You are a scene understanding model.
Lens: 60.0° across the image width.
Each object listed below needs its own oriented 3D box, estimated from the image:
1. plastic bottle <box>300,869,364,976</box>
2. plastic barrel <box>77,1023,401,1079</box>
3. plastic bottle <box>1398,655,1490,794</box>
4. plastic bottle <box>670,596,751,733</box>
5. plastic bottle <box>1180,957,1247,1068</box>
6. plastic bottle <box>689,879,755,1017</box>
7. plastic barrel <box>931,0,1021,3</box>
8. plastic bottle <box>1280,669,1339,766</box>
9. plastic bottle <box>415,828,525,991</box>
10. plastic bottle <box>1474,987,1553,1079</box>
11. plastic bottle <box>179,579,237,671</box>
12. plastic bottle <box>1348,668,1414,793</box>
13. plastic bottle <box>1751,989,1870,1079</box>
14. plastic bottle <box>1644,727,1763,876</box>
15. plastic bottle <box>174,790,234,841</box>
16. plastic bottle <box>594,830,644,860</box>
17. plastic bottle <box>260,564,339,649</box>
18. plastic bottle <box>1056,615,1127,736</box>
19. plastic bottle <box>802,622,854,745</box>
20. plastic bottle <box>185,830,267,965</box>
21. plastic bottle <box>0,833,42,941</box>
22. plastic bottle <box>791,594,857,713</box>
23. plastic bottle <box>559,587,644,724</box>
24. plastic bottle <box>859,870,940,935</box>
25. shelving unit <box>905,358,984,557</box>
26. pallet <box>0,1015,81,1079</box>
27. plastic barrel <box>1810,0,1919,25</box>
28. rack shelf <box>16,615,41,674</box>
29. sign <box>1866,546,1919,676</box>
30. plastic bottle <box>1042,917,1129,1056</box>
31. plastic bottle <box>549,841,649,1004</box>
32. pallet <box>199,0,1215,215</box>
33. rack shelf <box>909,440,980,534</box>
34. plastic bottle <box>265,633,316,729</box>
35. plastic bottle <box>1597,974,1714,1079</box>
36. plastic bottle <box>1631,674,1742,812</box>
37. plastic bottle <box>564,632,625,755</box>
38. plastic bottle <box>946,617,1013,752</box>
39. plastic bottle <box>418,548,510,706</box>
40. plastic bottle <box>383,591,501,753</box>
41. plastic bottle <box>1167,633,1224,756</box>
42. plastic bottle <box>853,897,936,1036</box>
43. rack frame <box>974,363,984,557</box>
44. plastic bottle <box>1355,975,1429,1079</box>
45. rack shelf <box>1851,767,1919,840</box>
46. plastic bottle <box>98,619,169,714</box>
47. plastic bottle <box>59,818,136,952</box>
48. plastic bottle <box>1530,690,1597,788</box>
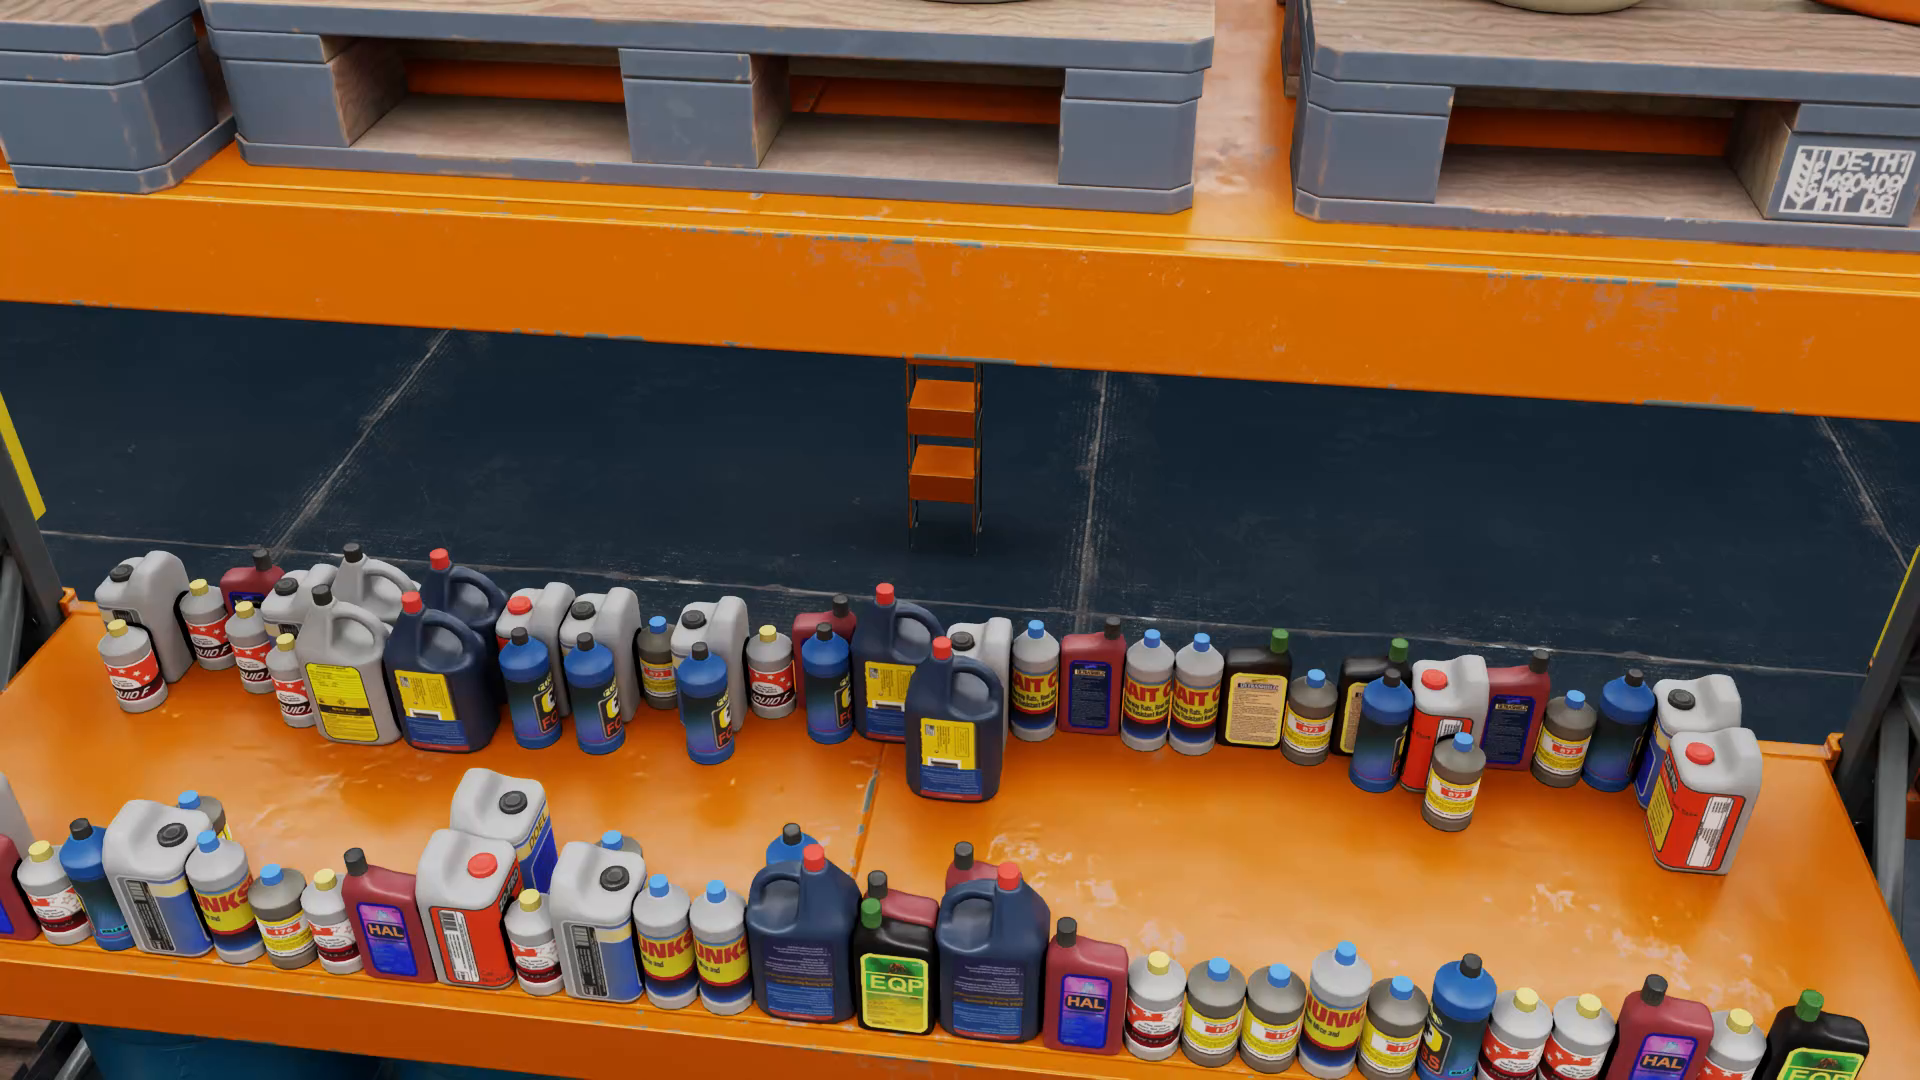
[{"bbox_3d":[-1.093,0.659,2.915,0.097,0.201,0.097,0,36,0],"label":"plastic bottle"},{"bbox_3d":[-1.633,0.992,3.723,0.708,0.901,0.600,4,36,6],"label":"plastic barrel"},{"bbox_3d":[0.950,0.353,3.281,0.135,0.276,0.152,4,36,6],"label":"plastic bottle"},{"bbox_3d":[-0.513,0.243,3.434,0.135,0.276,0.152,4,36,6],"label":"plastic bottle"},{"bbox_3d":[0.421,0.772,2.757,0.097,0.201,0.097,0,36,0],"label":"plastic bottle"},{"bbox_3d":[-0.404,0.682,2.823,0.097,0.271,0.097,0,36,0],"label":"plastic bottle"},{"bbox_3d":[0.019,-0.937,1.920,0.433,0.535,0.433,0,36,0],"label":"plastic barrel"},{"bbox_3d":[0.706,0.349,3.350,0.097,0.201,0.097,0,36,0],"label":"plastic bottle"},{"bbox_3d":[-0.842,0.631,2.890,0.135,0.276,0.152,4,36,6],"label":"plastic bottle"},{"bbox_3d":[0.904,0.808,2.707,0.097,0.201,0.097,0,36,0],"label":"plastic bottle"},{"bbox_3d":[-1.620,0.175,3.593,0.097,0.201,0.097,0,36,0],"label":"plastic bottle"},{"bbox_3d":[0.830,0.365,3.267,0.097,0.271,0.097,0,36,0],"label":"plastic bottle"},{"bbox_3d":[1.341,0.818,2.622,0.133,0.283,0.061,4,36,6],"label":"plastic bottle"},{"bbox_3d":[1.389,0.474,3.110,0.135,0.276,0.152,4,36,6],"label":"plastic bottle"},{"bbox_3d":[-1.400,0.547,3.072,0.097,0.201,0.097,0,36,0],"label":"plastic bottle"},{"bbox_3d":[-0.614,0.606,2.990,0.097,0.201,0.097,0,36,0],"label":"plastic bottle"},{"bbox_3d":[-1.376,0.179,3.524,0.135,0.276,0.152,4,36,6],"label":"plastic bottle"},{"bbox_3d":[0.268,0.272,3.387,0.133,0.283,0.061,4,36,6],"label":"plastic bottle"},{"bbox_3d":[-0.270,0.283,3.382,0.097,0.271,0.097,0,36,0],"label":"plastic bottle"},{"bbox_3d":[-1.286,0.616,2.915,0.097,0.271,0.097,0,36,0],"label":"plastic bottle"},{"bbox_3d":[-1.729,0.589,2.943,0.133,0.283,0.061,4,36,6],"label":"plastic bottle"},{"bbox_3d":[-0.277,0.231,3.444,0.133,0.283,0.061,4,36,6],"label":"plastic bottle"},{"bbox_3d":[-0.743,0.226,3.458,0.135,0.276,0.152,4,36,6],"label":"plastic bottle"},{"bbox_3d":[-0.100,0.675,2.823,0.133,0.283,0.061,4,36,6],"label":"plastic bottle"},{"bbox_3d":[-0.053,-0.431,5.951,0.252,1.050,0.215,4,36,6],"label":"shelving unit"},{"bbox_3d":[-2.905,1.362,4.160,1.213,0.211,1.003,4,36,6],"label":"pallet"},{"bbox_3d":[1.234,-1.056,1.834,0.708,0.830,0.600,4,36,6],"label":"plastic barrel"},{"bbox_3d":[-4.155,0.403,3.722,4.000,0.370,1.077,4,36,6],"label":"rack shelf"},{"bbox_3d":[1.860,0.171,3.288,0.005,0.325,0.100,4,36,6],"label":"sign"},{"bbox_3d":[0.207,0.733,2.741,0.133,0.283,0.061,4,36,6],"label":"plastic bottle"},{"bbox_3d":[-0.612,0.649,2.866,0.135,0.276,0.152,4,36,6],"label":"plastic bottle"},{"bbox_3d":[-0.256,-0.802,2.371,1.213,0.211,1.003,4,36,6],"label":"pallet"},{"bbox_3d":[-0.053,-0.196,6.118,0.240,0.259,0.215,4,36,6],"label":"rack shelf"},{"bbox_3d":[-1.374,0.283,3.443,0.097,0.201,0.097,0,36,0],"label":"plastic bottle"},{"bbox_3d":[1.112,0.801,2.646,0.133,0.283,0.061,4,36,6],"label":"plastic bottle"},{"bbox_3d":[1.409,0.387,3.233,0.135,0.276,0.152,4,36,6],"label":"plastic bottle"},{"bbox_3d":[-0.740,0.301,3.356,0.097,0.271,0.097,0,36,0],"label":"plastic bottle"},{"bbox_3d":[0.033,0.284,3.376,0.135,0.276,0.152,4,36,6],"label":"plastic bottle"},{"bbox_3d":[-1.034,0.172,3.470,0.185,0.351,0.144,4,36,6],"label":"plastic bottle"},{"bbox_3d":[-1.052,0.255,3.353,0.185,0.351,0.144,4,36,6],"label":"plastic bottle"},{"bbox_3d":[0.477,0.303,3.354,0.097,0.271,0.097,0,36,0],"label":"plastic bottle"},{"bbox_3d":[-0.108,0.710,2.774,0.133,0.283,0.061,4,36,6],"label":"plastic bottle"},{"bbox_3d":[0.068,-0.422,5.938,0.008,1.050,0.200,4,36,6],"label":"rack frame"},{"bbox_3d":[0.710,0.794,2.727,0.097,0.201,0.097,0,36,0],"label":"plastic bottle"},{"bbox_3d":[3.780,0.995,2.892,4.000,0.370,1.077,4,36,6],"label":"rack shelf"},{"bbox_3d":[-1.736,0.256,3.481,0.097,0.201,0.097,0,36,0],"label":"plastic bottle"},{"bbox_3d":[-1.516,0.599,2.939,0.097,0.271,0.097,0,36,0],"label":"plastic bottle"},{"bbox_3d":[1.201,0.386,3.299,0.097,0.201,0.097,0,36,0],"label":"plastic bottle"}]
